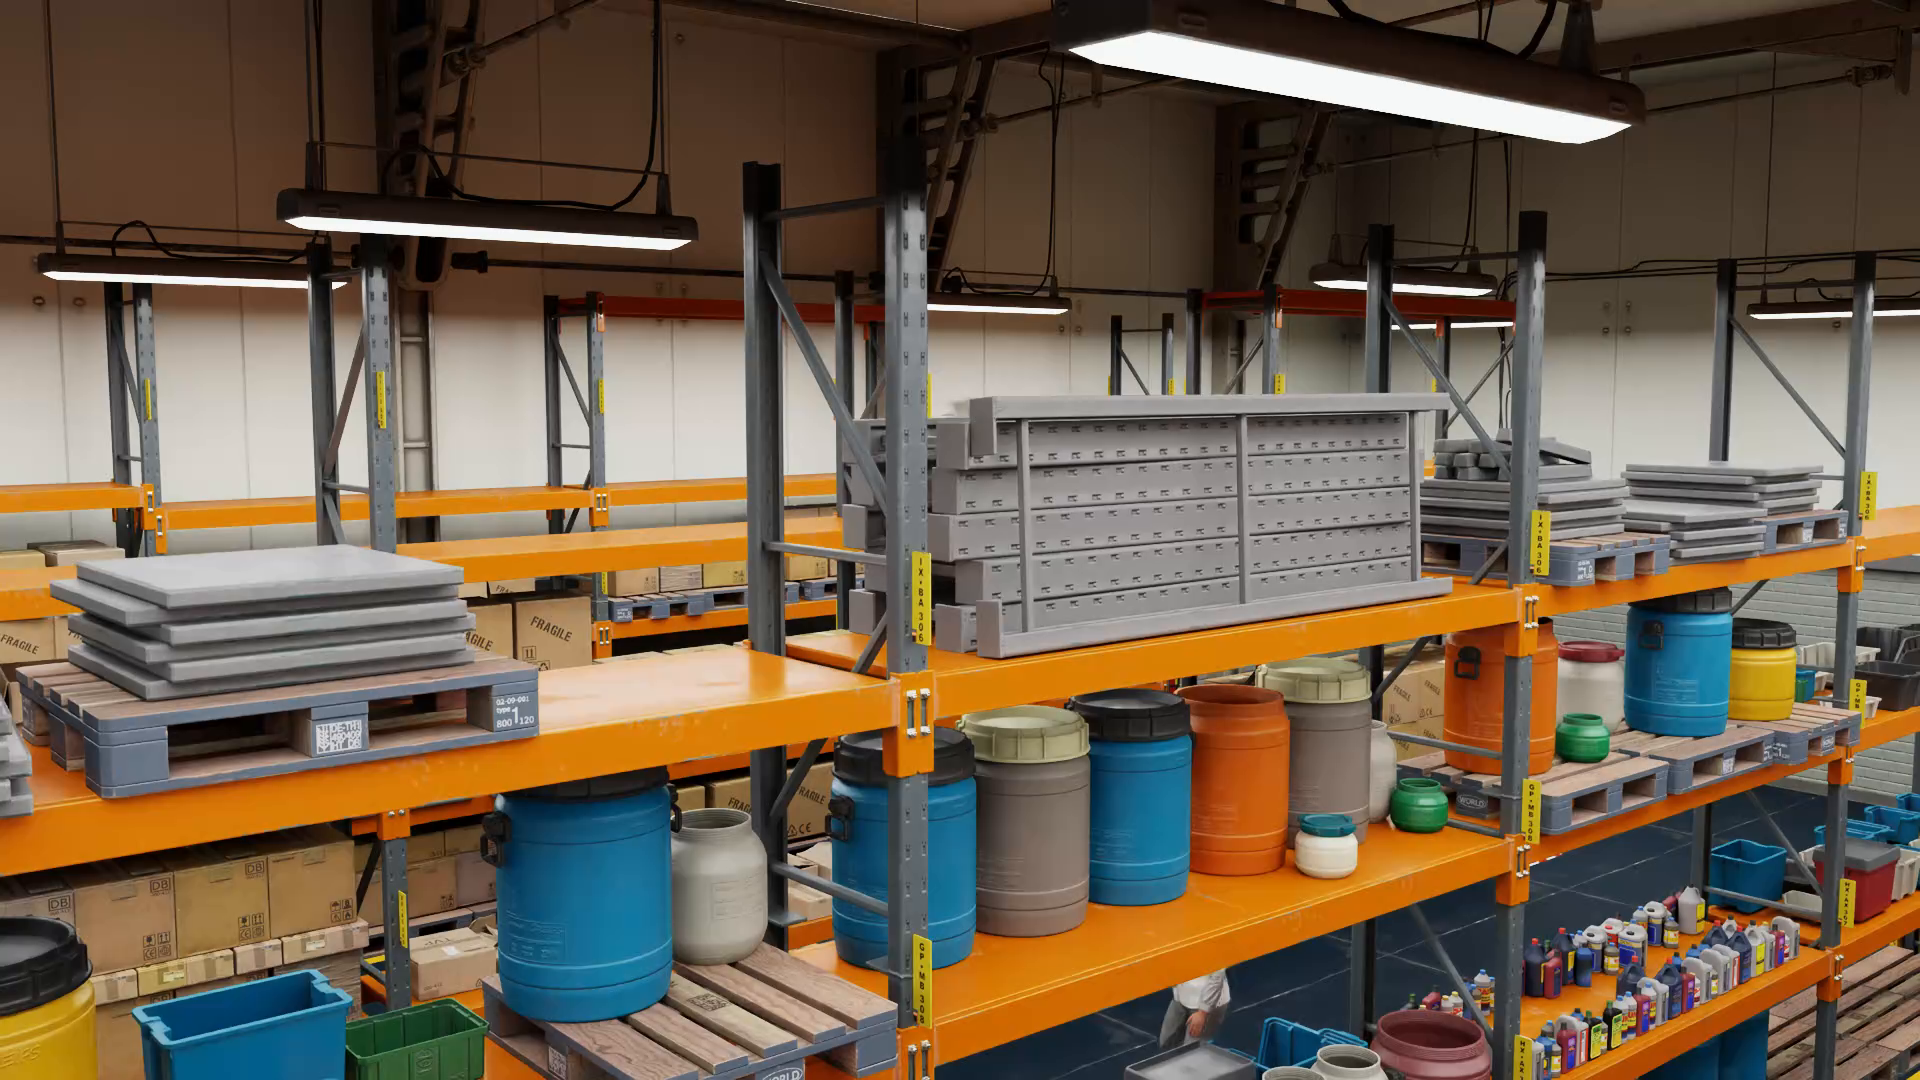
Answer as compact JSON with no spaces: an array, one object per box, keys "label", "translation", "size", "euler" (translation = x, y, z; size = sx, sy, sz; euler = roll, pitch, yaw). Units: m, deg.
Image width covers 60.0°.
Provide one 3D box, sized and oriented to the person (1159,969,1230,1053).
[{"label":"person","translation":[1.690,3.178,11.655],"size":[0.556,1.735,0.758],"euler":[-2,6,-21]}]
